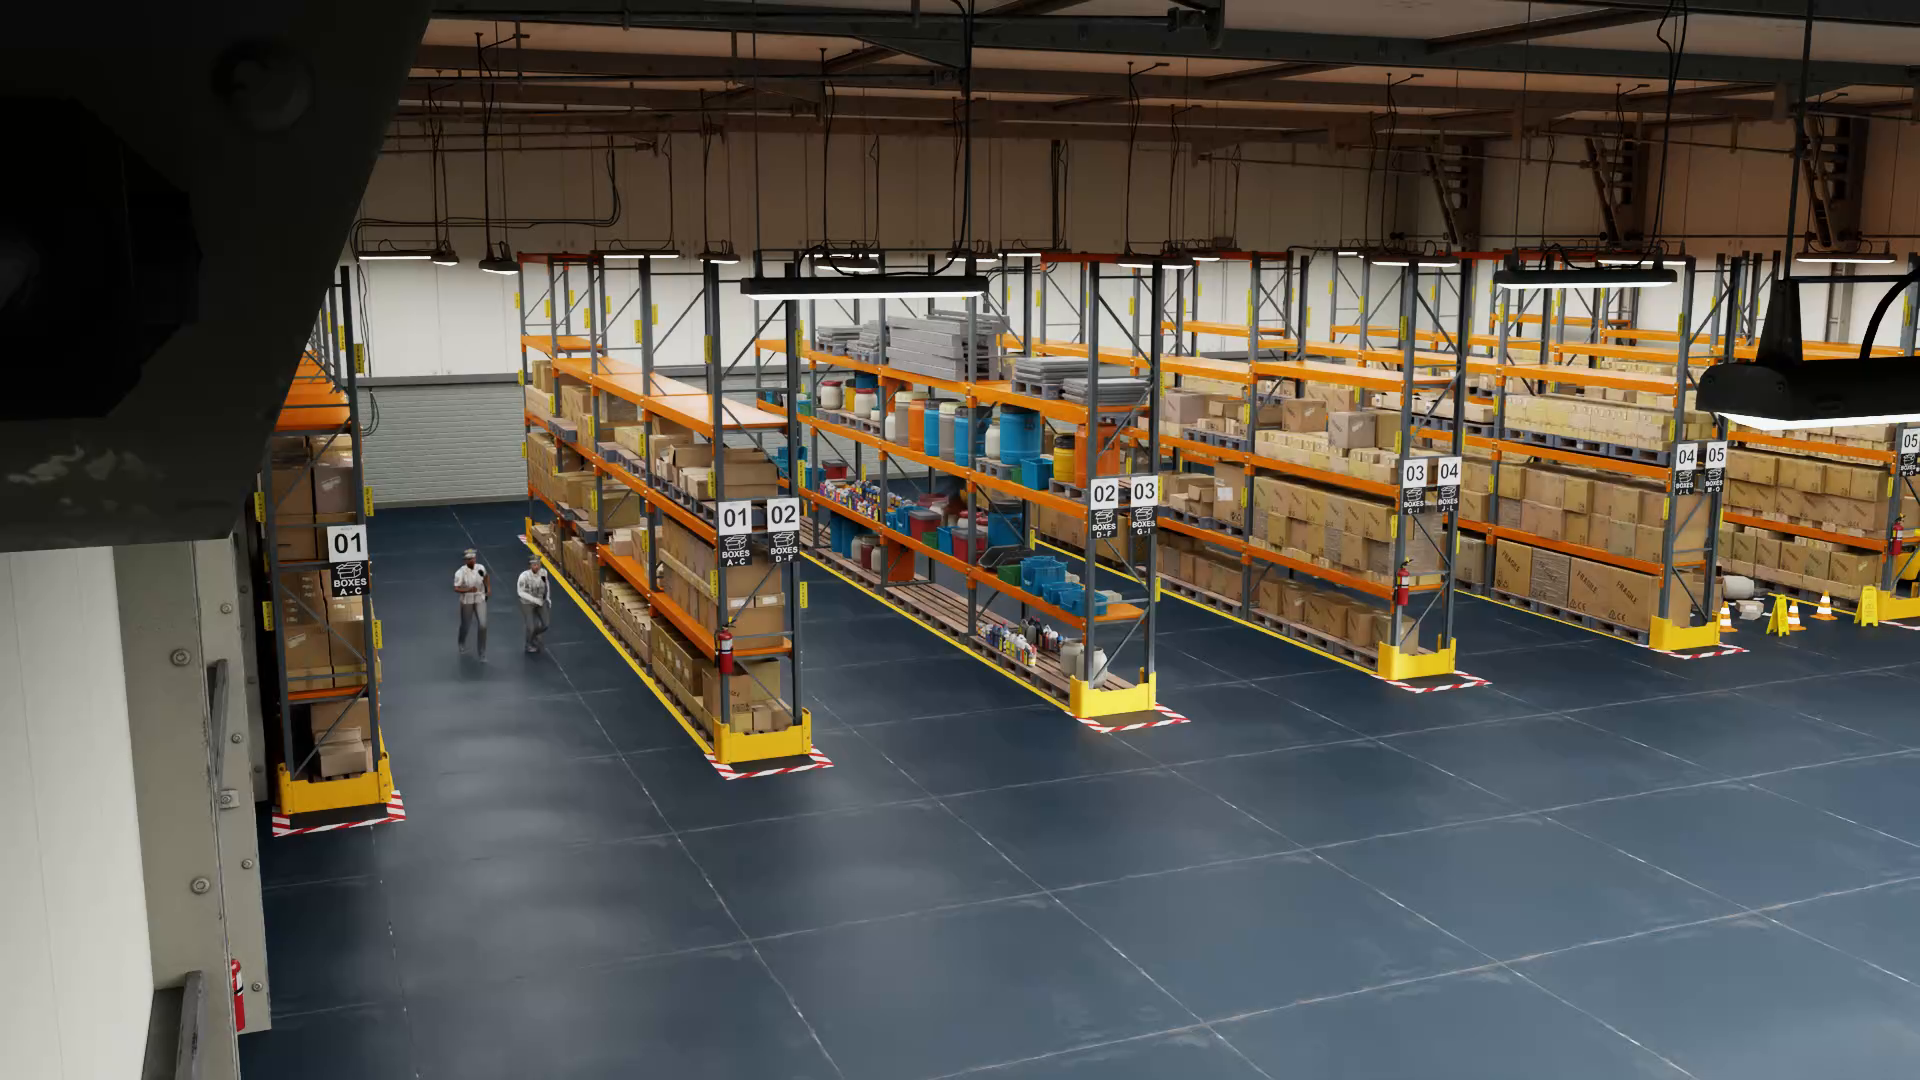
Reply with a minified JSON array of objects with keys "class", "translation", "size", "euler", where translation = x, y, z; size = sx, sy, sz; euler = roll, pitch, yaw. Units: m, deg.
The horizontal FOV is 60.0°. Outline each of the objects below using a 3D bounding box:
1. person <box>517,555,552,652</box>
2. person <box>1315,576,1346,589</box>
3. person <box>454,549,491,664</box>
[{"class":"person","translation":[-6.503,0.962,25.412],"size":[0.593,1.571,0.684],"euler":[-9,14,-41]},{"class":"person","translation":[6.837,0.050,30.502],"size":[0.624,1.623,0.943],"euler":[-6,12,-29]},{"class":"person","translation":[-7.358,0.964,25.111],"size":[0.569,1.746,0.893],"euler":[-5,12,-26]}]
